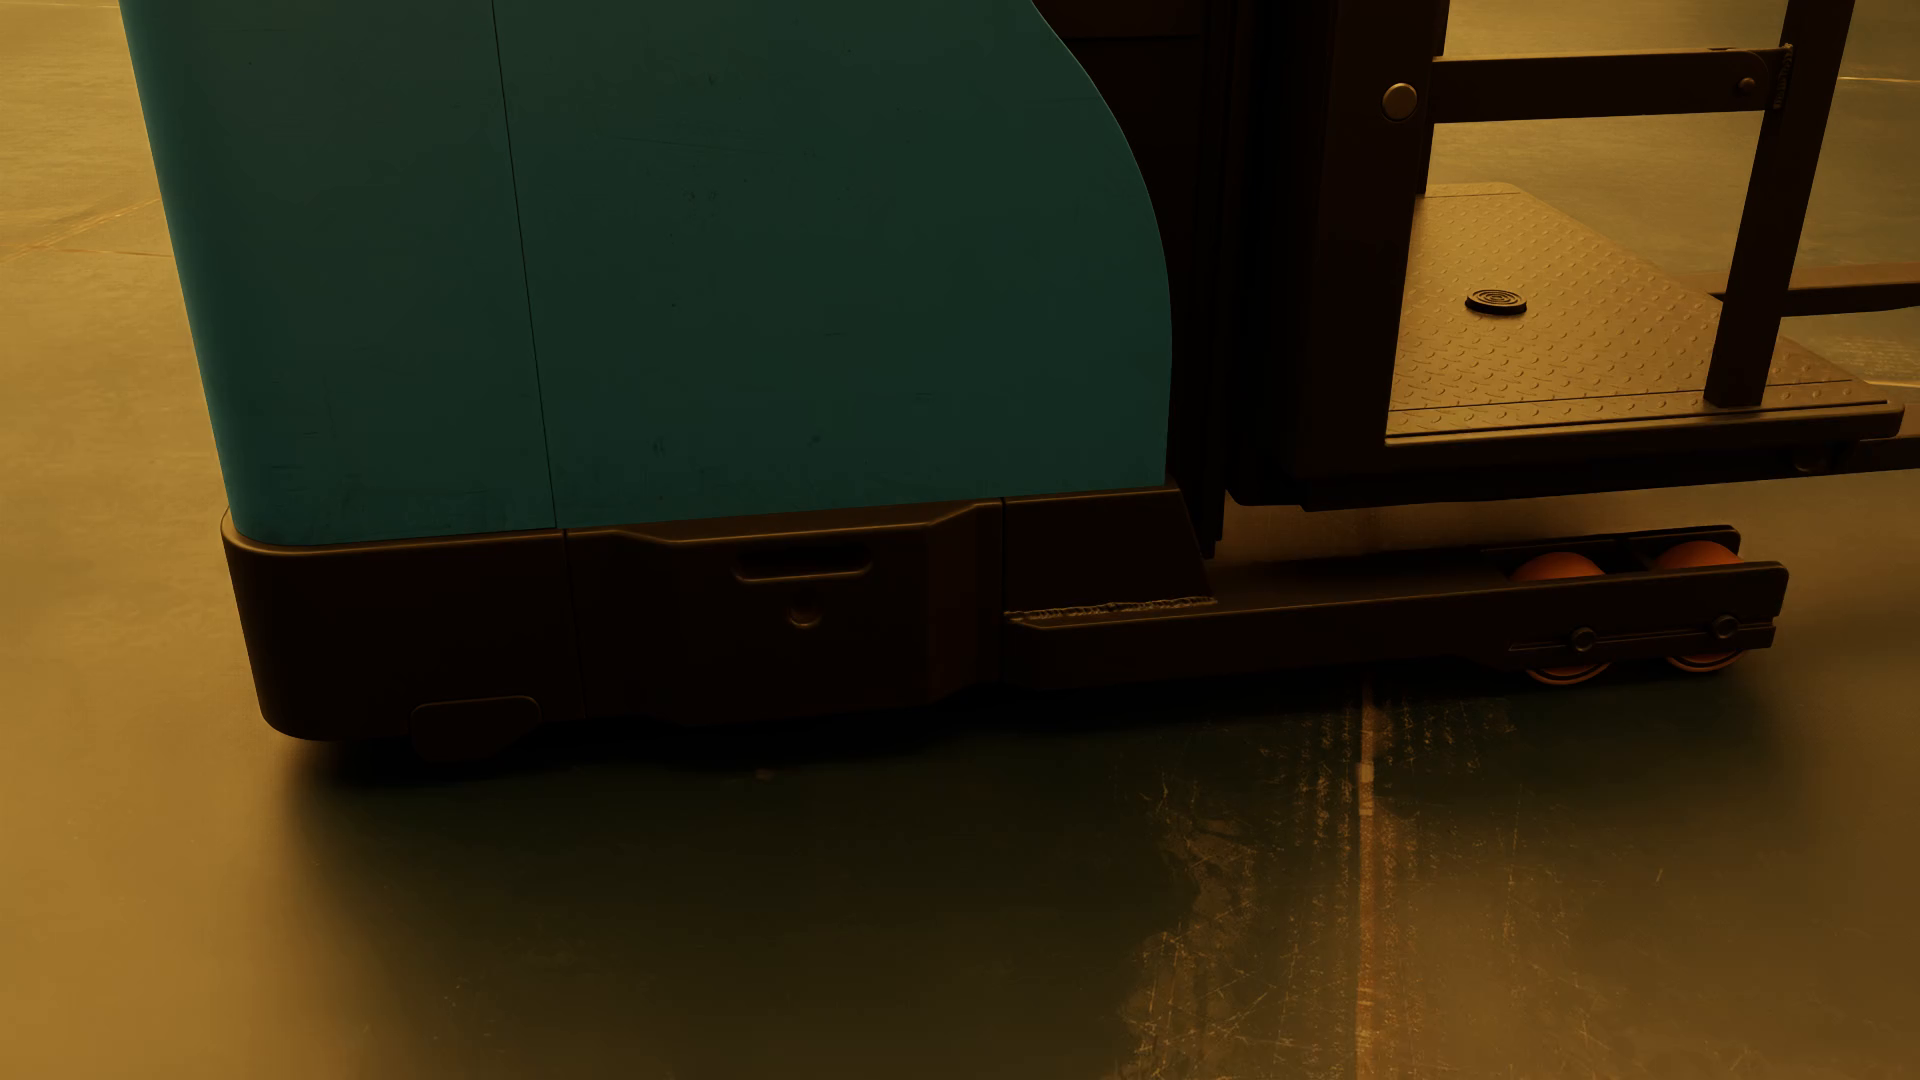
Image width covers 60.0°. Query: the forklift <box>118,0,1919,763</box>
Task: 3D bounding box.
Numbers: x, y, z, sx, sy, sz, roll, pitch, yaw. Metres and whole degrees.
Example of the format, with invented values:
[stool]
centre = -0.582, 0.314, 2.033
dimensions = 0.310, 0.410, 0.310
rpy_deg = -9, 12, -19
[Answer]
[forklift]
centre = 0.600, -1.354, 1.930
dimensions = 3.031, 2.935, 1.130
rpy_deg = -4, 27, -9
